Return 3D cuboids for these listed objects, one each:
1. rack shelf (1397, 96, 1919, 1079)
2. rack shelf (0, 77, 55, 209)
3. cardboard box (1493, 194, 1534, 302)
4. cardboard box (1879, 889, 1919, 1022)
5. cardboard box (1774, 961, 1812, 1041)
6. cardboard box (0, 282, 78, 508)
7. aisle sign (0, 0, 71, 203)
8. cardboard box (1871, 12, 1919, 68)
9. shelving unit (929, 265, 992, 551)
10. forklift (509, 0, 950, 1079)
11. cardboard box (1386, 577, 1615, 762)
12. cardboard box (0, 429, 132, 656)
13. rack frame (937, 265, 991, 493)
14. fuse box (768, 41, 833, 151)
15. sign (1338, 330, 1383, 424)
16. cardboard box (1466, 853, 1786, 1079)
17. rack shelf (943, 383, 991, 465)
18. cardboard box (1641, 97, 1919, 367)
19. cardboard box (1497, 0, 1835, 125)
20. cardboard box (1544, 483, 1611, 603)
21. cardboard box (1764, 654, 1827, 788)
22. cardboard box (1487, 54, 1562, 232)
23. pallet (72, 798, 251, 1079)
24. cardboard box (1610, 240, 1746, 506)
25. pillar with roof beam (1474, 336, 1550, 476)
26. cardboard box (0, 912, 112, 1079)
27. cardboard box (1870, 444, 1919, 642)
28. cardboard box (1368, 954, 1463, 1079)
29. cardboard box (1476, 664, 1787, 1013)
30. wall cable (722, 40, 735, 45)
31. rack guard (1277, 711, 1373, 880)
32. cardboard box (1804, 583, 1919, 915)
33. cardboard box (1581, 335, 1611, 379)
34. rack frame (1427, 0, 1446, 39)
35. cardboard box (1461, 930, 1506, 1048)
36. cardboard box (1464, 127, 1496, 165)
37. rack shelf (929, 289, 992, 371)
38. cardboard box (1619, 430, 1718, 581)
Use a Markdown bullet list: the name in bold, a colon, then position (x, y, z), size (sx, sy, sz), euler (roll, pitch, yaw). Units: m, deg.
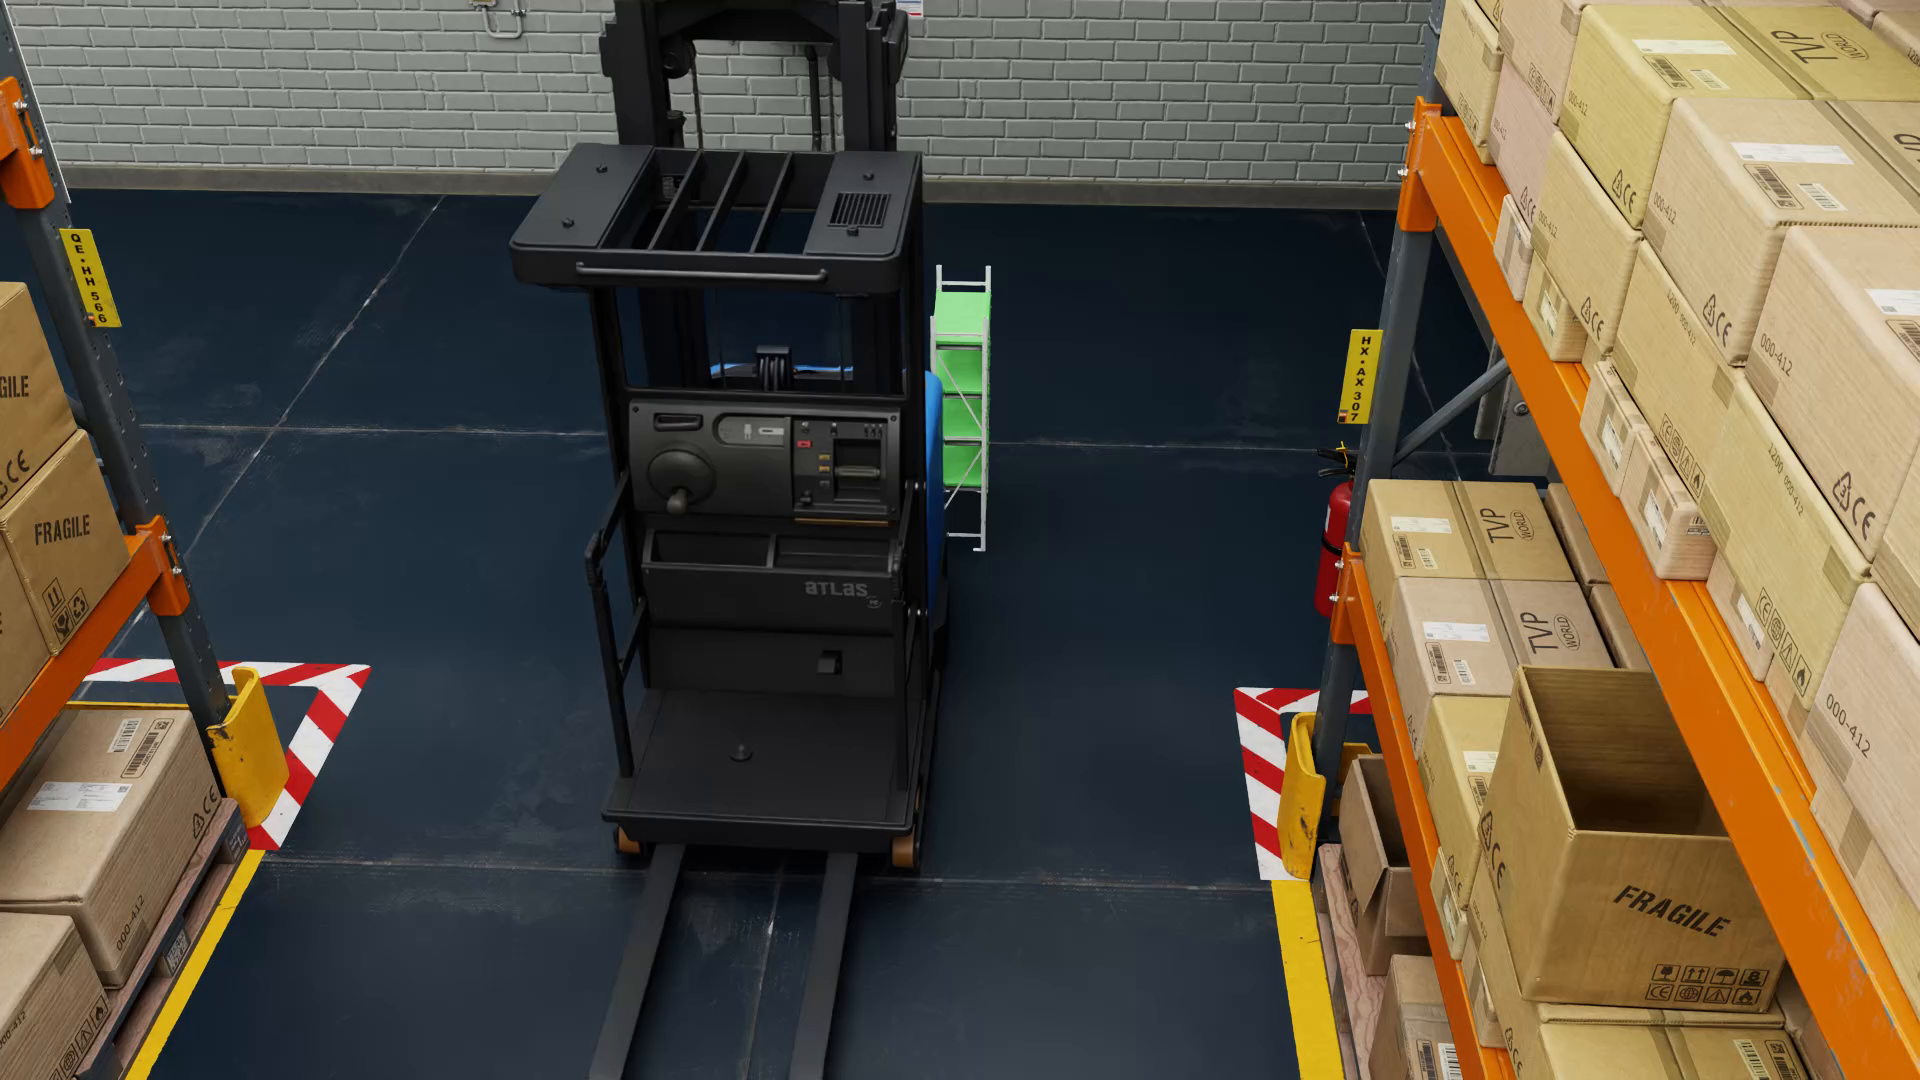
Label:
- **rack shelf**: position (1.691, 0.085, 3.038), size (1.077, 0.370, 4.000), euler (1, 35, 2)
- **rack shelf**: position (-3.269, -0.028, 3.198), size (1.077, 0.370, 4.000), euler (1, 35, 2)
- **cardboard box**: position (1.402, -0.639, 3.661), size (0.380, 0.149, 0.250), euler (2, 35, 3)
- **cardboard box**: position (1.362, 0.534, 1.991), size (0.380, 0.149, 0.250), euler (2, 35, 3)
- **cardboard box**: position (1.950, 0.960, 3.648), size (0.500, 0.250, 0.500), euler (1, 35, 2)
- **cardboard box**: position (-2.970, -0.412, 4.770), size (0.500, 0.500, 0.500), euler (2, 35, 3)
- **aisle sign**: position (-2.876, -1.342, 4.790), size (0.394, 0.787, 0.004), euler (1, 35, 2)
- **cardboard box**: position (2.001, -0.767, 3.060), size (0.500, 0.250, 0.500), euler (2, 35, 2)
- **shelving unit**: position (0.007, -0.586, 7.540), size (0.258, 1.200, 0.503), euler (1, 35, 2)
- **forklift**: position (-0.677, -0.206, 5.493), size (1.130, 2.935, 3.031), euler (2, 35, 3)
- **cardboard box**: position (1.464, 0.352, 4.512), size (0.500, 0.250, 0.500), euler (2, 35, 2)
- **cardboard box**: position (-2.943, -0.002, 5.057), size (0.500, 0.500, 0.500), euler (2, 35, 2)
- **rack frame**: position (0.016, -0.726, 7.740), size (0.240, 1.200, 0.015), euler (1, 35, 2)
- **fuse box**: position (-0.892, -2.825, 10.281), size (0.539, 1.711, 0.414), euler (1, 35, 2)
- **sign**: position (1.229, -0.498, 5.097), size (0.100, 0.325, 0.005), euler (1, 35, 2)
- **cardboard box**: position (1.448, 0.938, 3.679), size (0.500, 0.250, 0.500), euler (0, 35, 1)
- **rack shelf**: position (0.007, -0.534, 7.577), size (0.258, 0.148, 0.480), euler (1, 35, 2)
- **cardboard box**: position (1.446, -0.501, 2.682), size (0.500, 0.250, 0.500), euler (2, 35, 3)
- **cardboard box**: position (1.463, -1.083, 3.510), size (0.500, 0.250, 0.500), euler (1, 35, 2)
- **cardboard box**: position (2.018, 0.079, 4.901), size (0.500, 0.250, 0.500), euler (2, 35, 3)
- **cardboard box**: position (1.417, 0.240, 2.409), size (0.380, 0.149, 0.250), euler (2, 35, 3)
- **cardboard box**: position (1.481, -0.878, 3.654), size (0.500, 0.250, 0.500), euler (2, 35, 3)
- **pallet**: position (-3.142, 1.358, 5.634), size (1.003, 0.211, 1.213), euler (1, 35, 2)
- **cardboard box**: position (1.450, -0.286, 2.812), size (0.500, 0.250, 0.500), euler (1, 35, 1)
- **pillar with roof beam**: position (-1.521, -4.214, 5.919), size (9.100, 9.000, 0.400), euler (1, 35, 2)
- **cardboard box**: position (-3.143, 1.540, 4.813), size (0.875, 0.438, 0.875), euler (2, 35, 3)
- **cardboard box**: position (1.402, 0.087, 1.845), size (0.500, 0.250, 0.500), euler (1, 35, 1)
- **cardboard box**: position (1.579, 1.559, 4.732), size (0.700, 0.500, 0.500), euler (3, 35, 4)
- **cardboard box**: position (1.424, 0.618, 3.482), size (0.500, 0.500, 0.500), euler (2, 35, 3)
- **wall cable**: position (-1.568, -3.874, 9.770), size (0.588, 1.984, 0.122), euler (1, 35, 2)
- **rack guard**: position (1.768, 0.935, 5.985), size (1.175, 0.500, 0.348), euler (1, 35, 2)
- **cardboard box**: position (1.390, 0.297, 1.981), size (0.500, 0.250, 0.500), euler (0, 35, 0)
- **cardboard box**: position (1.450, -0.345, 3.242), size (0.380, 0.149, 0.250), euler (1, 35, 1)
- **rack frame**: position (1.771, -2.586, 3.603), size (1.000, 3.000, 0.127), euler (1, 35, 2)
- **cardboard box**: position (1.392, 1.045, 3.874), size (0.380, 0.149, 0.250), euler (2, 35, 3)
- **cardboard box**: position (1.526, -1.078, 4.285), size (0.380, 0.149, 0.250), euler (2, 35, 3)
- **rack shelf**: position (0.007, -0.926, 7.301), size (0.258, 0.148, 0.480), euler (1, 35, 2)
- **cardboard box**: position (1.362, -0.056, 2.831), size (0.380, 0.149, 0.250), euler (2, 35, 3)
